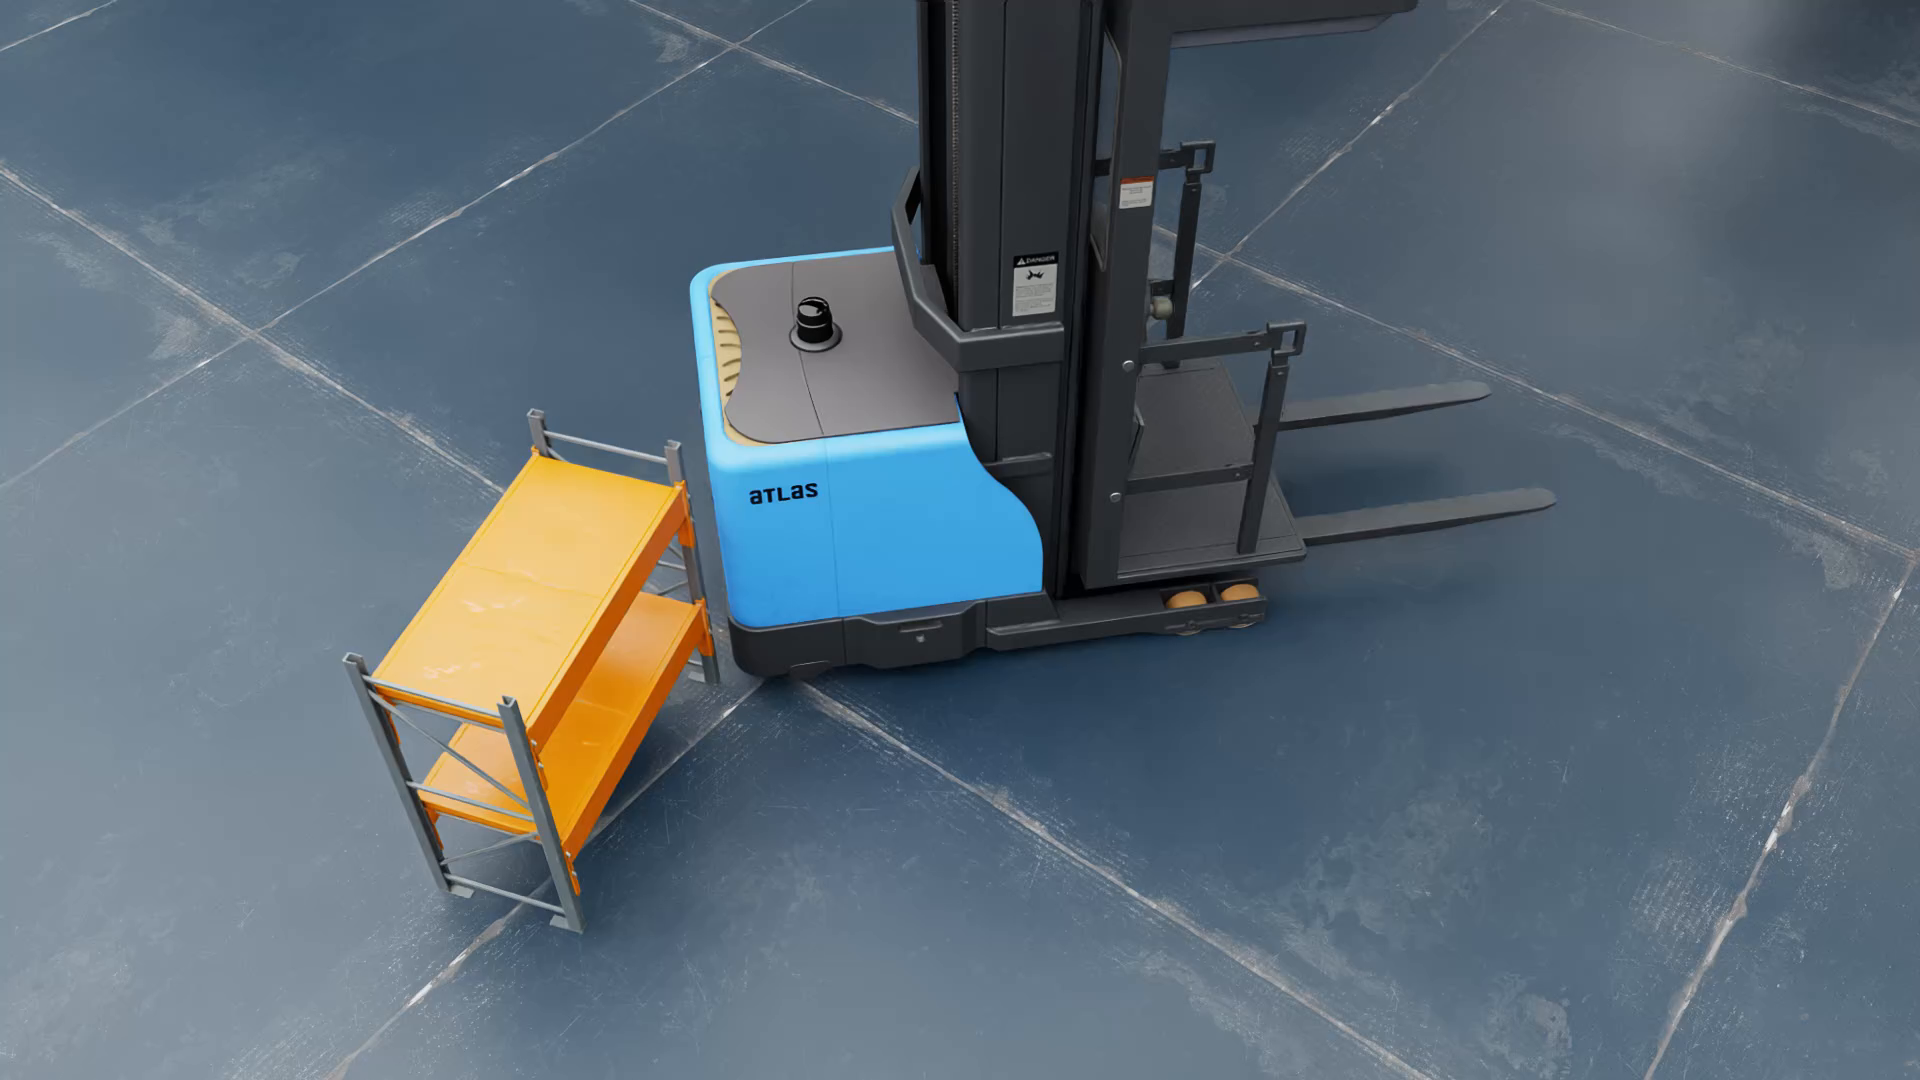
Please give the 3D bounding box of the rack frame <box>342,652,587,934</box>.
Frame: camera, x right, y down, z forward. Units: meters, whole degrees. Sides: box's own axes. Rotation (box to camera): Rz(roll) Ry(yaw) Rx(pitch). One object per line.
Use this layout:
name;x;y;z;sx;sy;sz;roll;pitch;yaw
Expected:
rack frame;-1.390;0.752;4.753;0.500;1.125;0.032;13;48;12

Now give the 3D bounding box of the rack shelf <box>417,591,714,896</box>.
rack shelf;-1.233;0.572;5.264;0.538;0.278;1.000;13;48;12

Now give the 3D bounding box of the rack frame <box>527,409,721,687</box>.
rack frame;-1.076;0.053;5.421;0.500;1.125;0.032;13;48;12

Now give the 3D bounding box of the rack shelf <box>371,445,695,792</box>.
rack shelf;-1.233;0.200;4.876;0.538;0.278;1.000;13;48;12

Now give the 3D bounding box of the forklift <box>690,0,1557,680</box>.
forklift;0.635;-1.045;5.221;3.031;2.935;1.130;-7;47;-7

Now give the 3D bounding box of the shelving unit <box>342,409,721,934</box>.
shelving unit;-1.233;0.403;5.087;0.538;1.125;1.048;13;48;12
